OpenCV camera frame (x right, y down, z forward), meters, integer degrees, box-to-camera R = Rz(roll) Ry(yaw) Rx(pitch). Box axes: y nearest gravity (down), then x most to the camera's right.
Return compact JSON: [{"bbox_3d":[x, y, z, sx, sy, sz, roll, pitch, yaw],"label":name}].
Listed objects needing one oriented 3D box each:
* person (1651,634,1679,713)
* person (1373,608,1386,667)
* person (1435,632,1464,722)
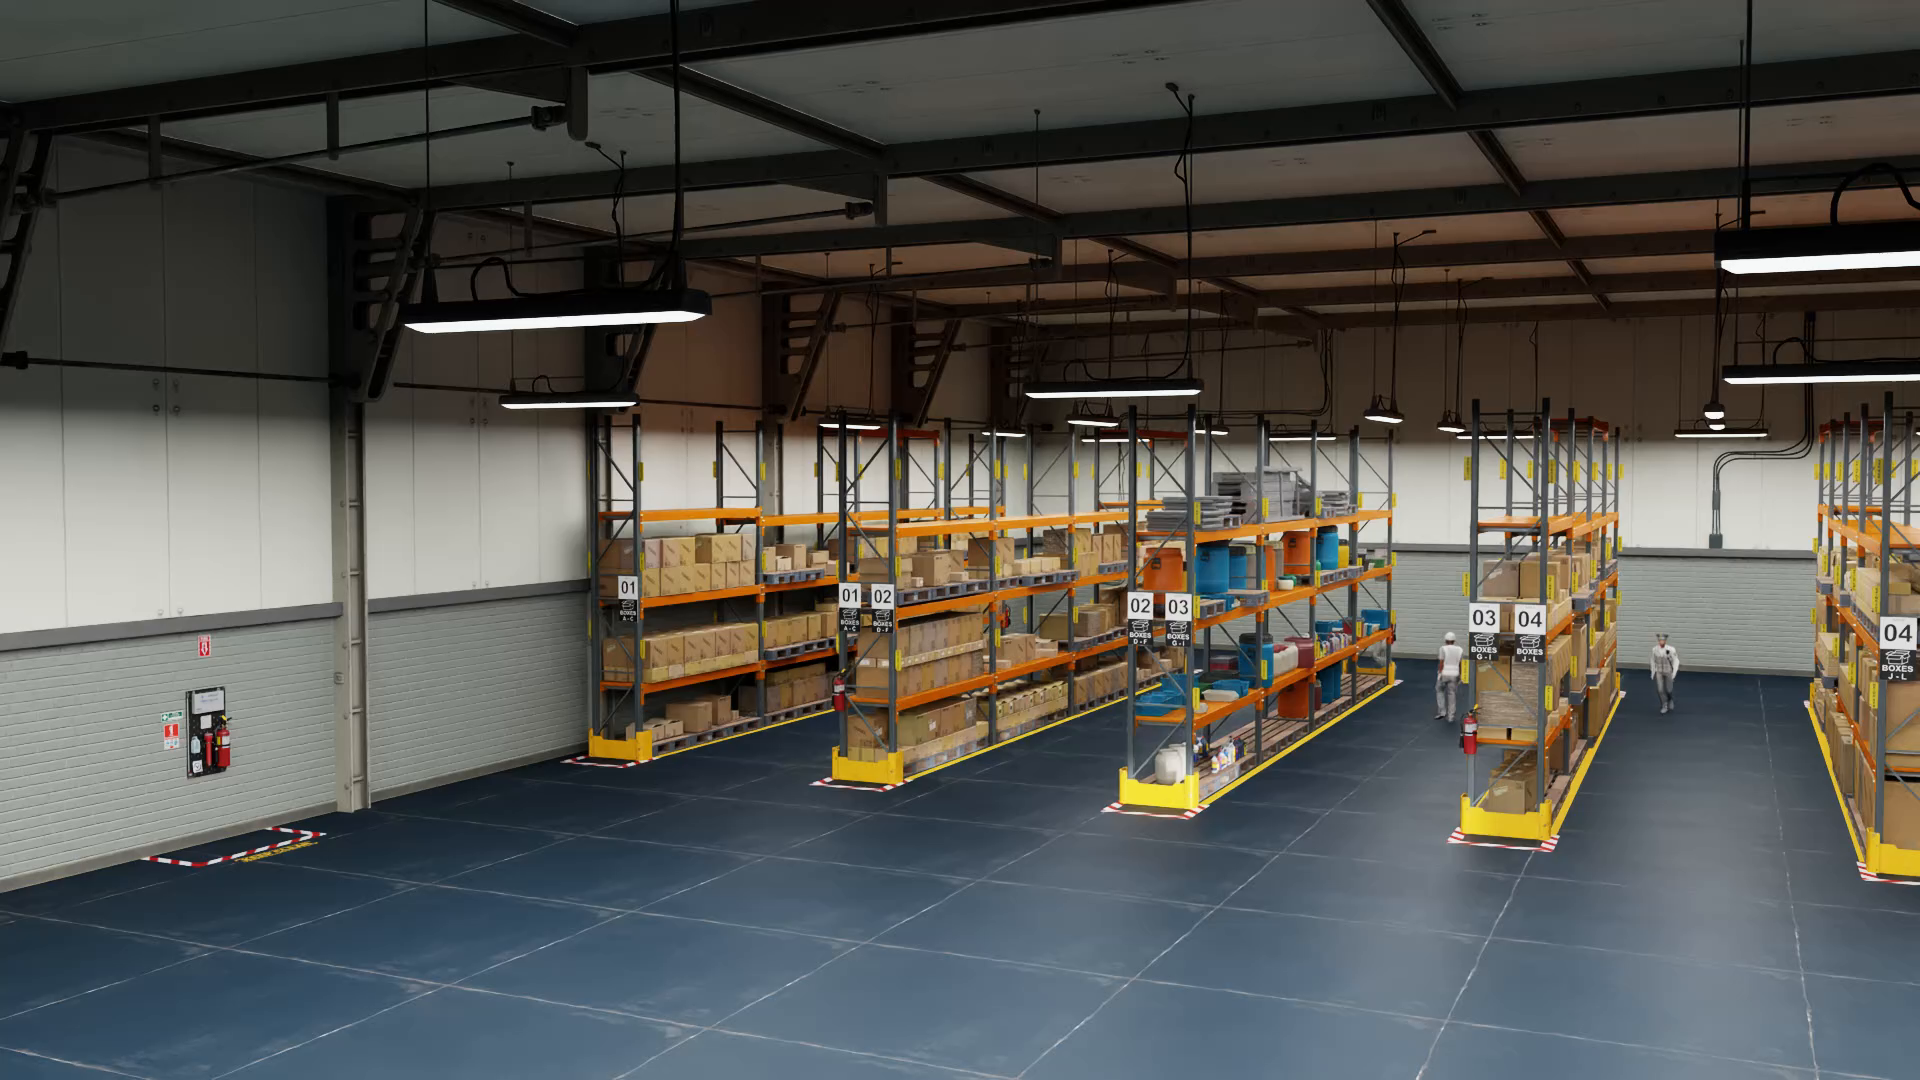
[{"bbox_3d":[14.693,2.759,34.635,0.550,1.654,0.582,2,3,36],"label":"person"},{"bbox_3d":[10.269,2.483,40.377,0.415,1.680,0.503,1,3,26],"label":"person"},{"bbox_3d":[9.828,2.743,33.329,0.543,1.790,0.529,0,2,7],"label":"person"}]
